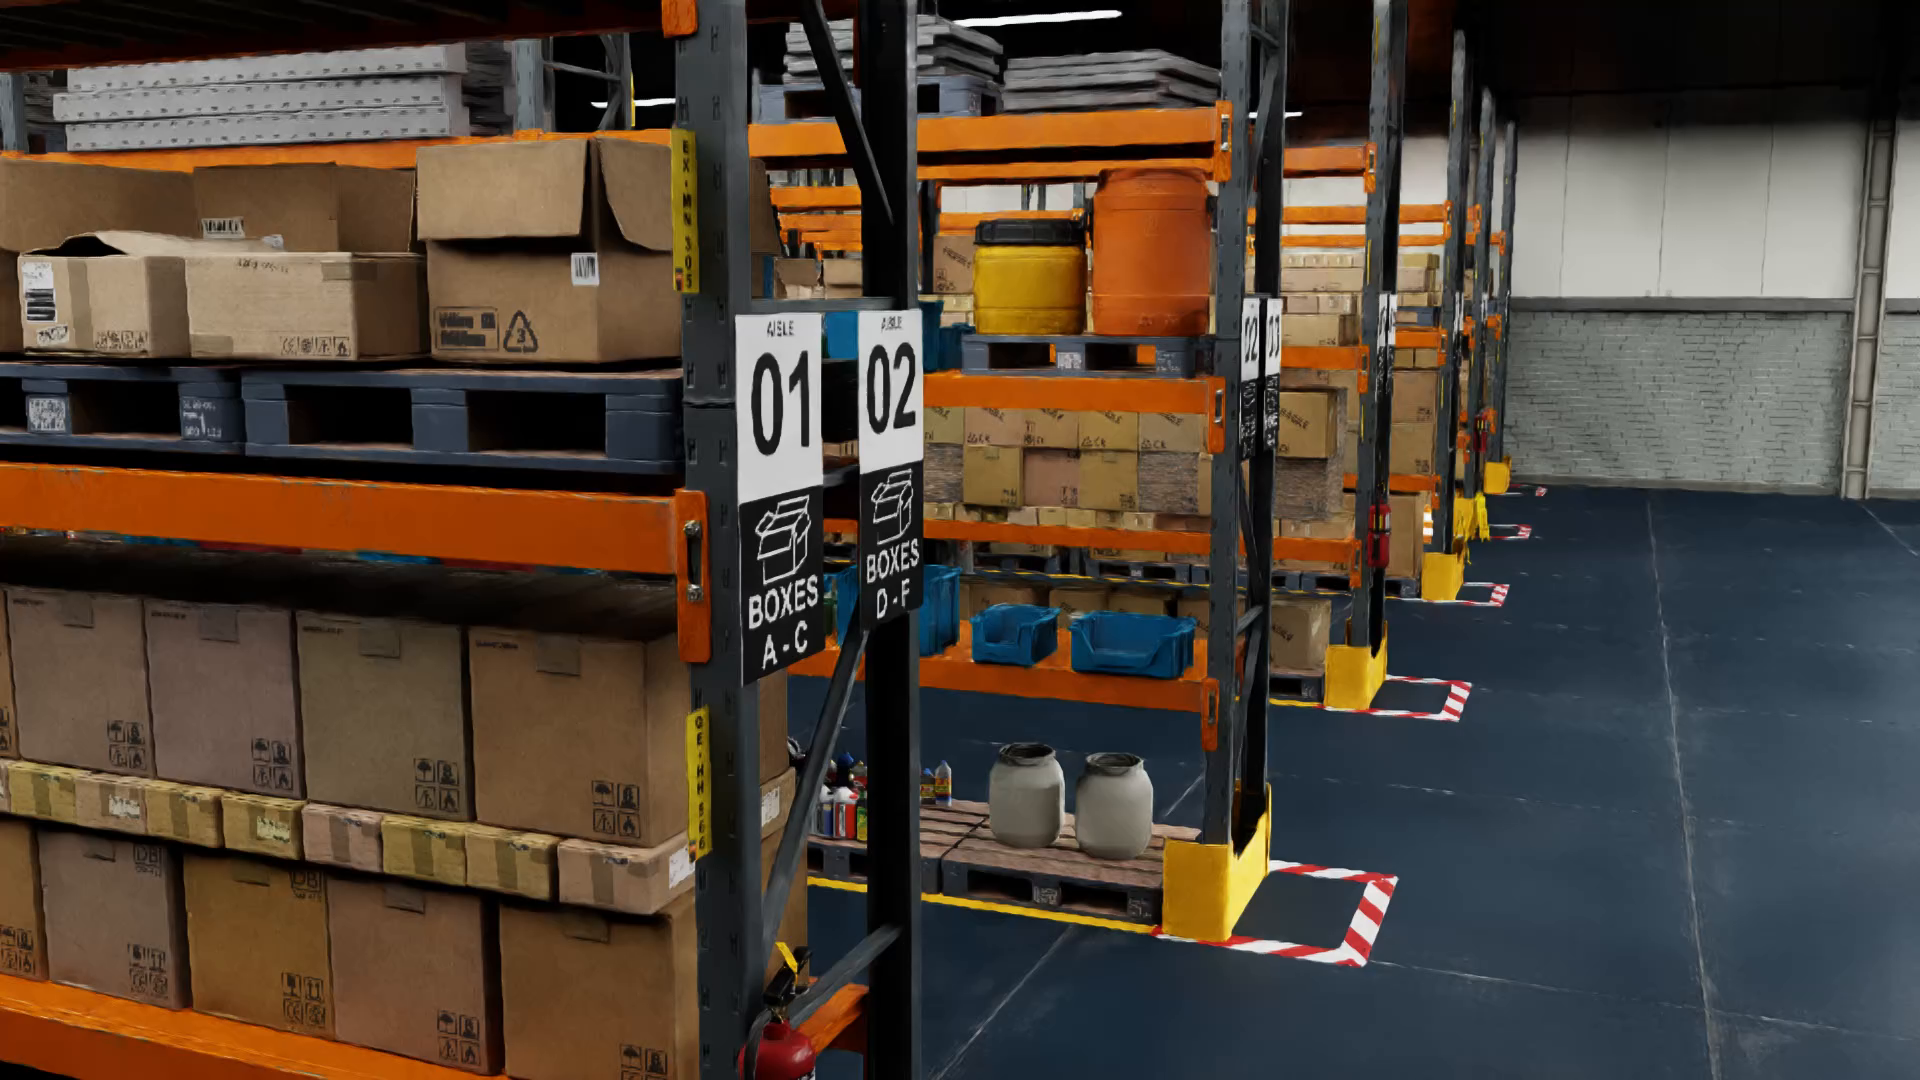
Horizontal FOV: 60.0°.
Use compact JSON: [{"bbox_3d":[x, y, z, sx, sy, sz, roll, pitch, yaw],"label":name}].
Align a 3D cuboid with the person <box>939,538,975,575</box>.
[{"bbox_3d":[-0.135,-0.085,16.217,0.577,1.755,0.638,-7,11,-38],"label":"person"}]
